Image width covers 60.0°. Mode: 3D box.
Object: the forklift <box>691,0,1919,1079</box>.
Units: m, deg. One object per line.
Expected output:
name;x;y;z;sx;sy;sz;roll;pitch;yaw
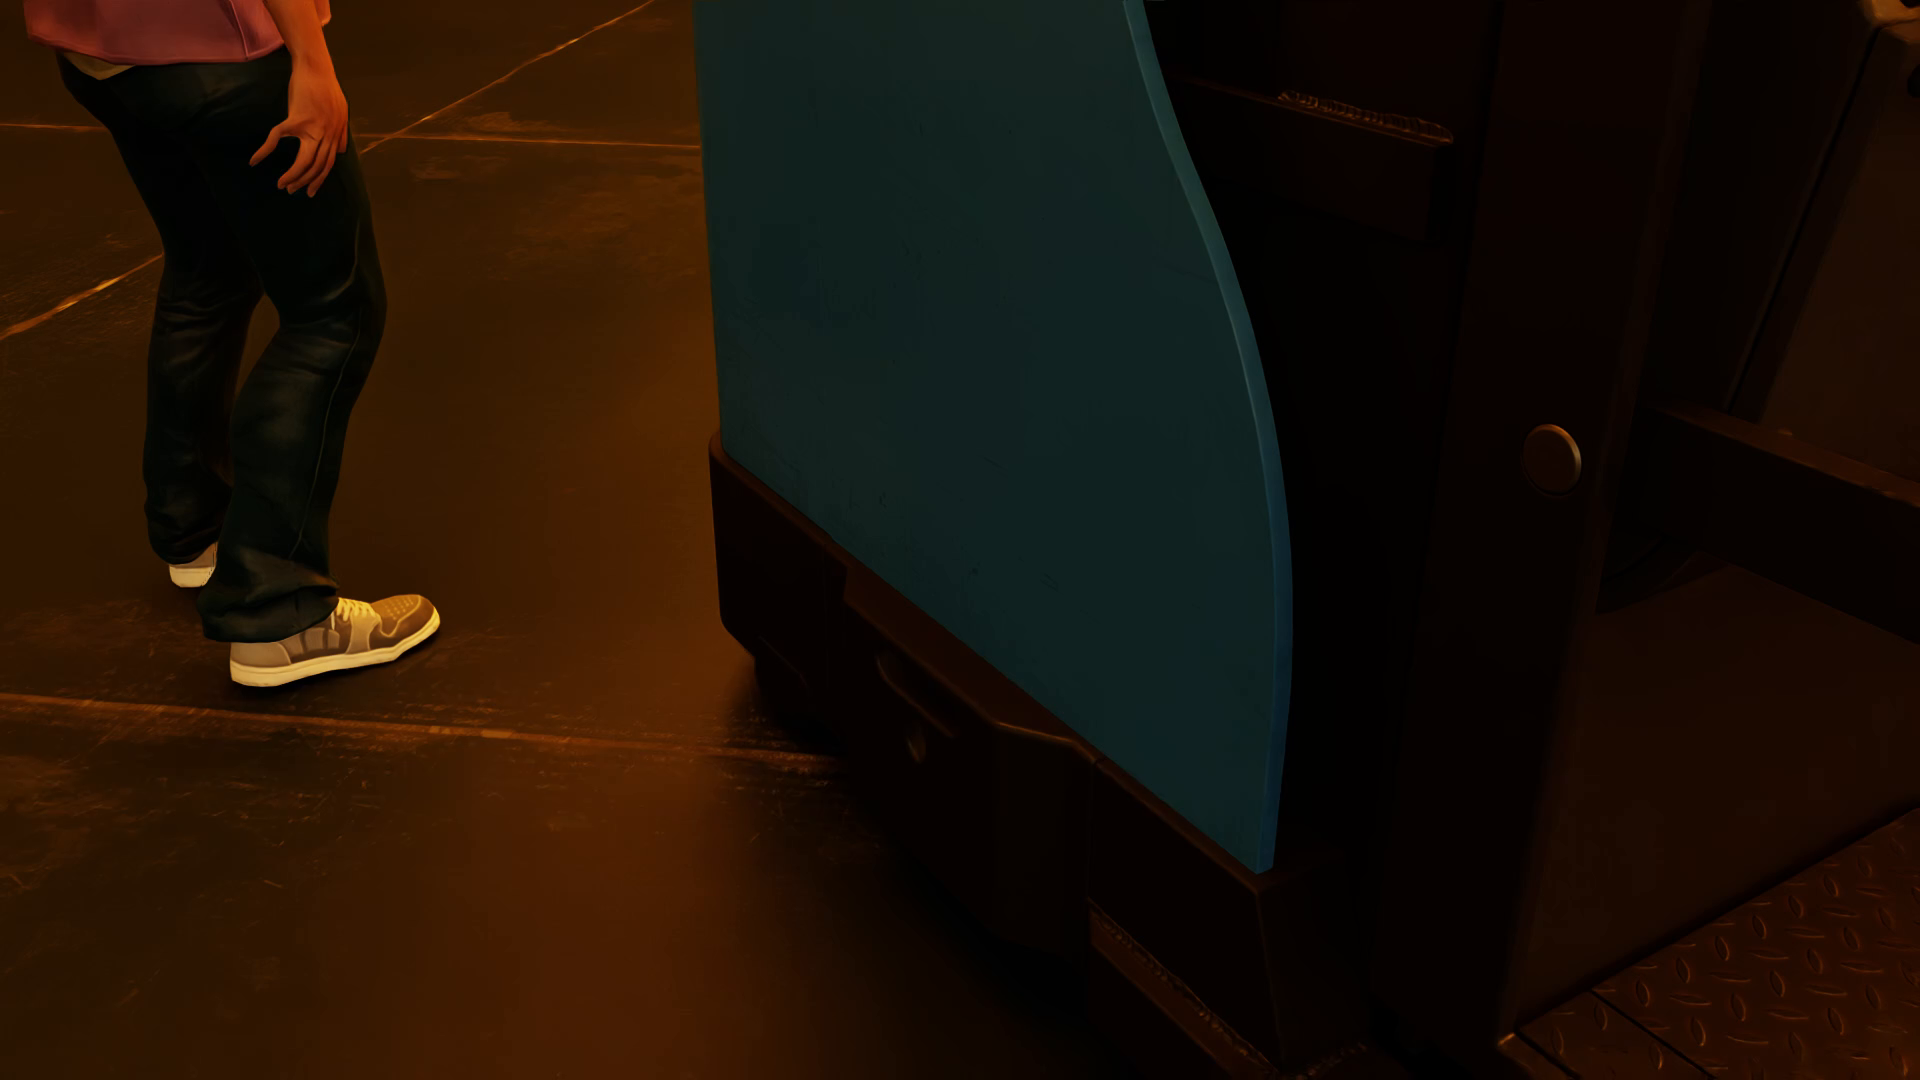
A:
forklift;0.903;-0.724;0.669;1.130;2.935;3.031;-16;31;-29

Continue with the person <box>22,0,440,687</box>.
person;-0.878;-0.585;1.916;0.664;1.573;0.347;21;33;36
